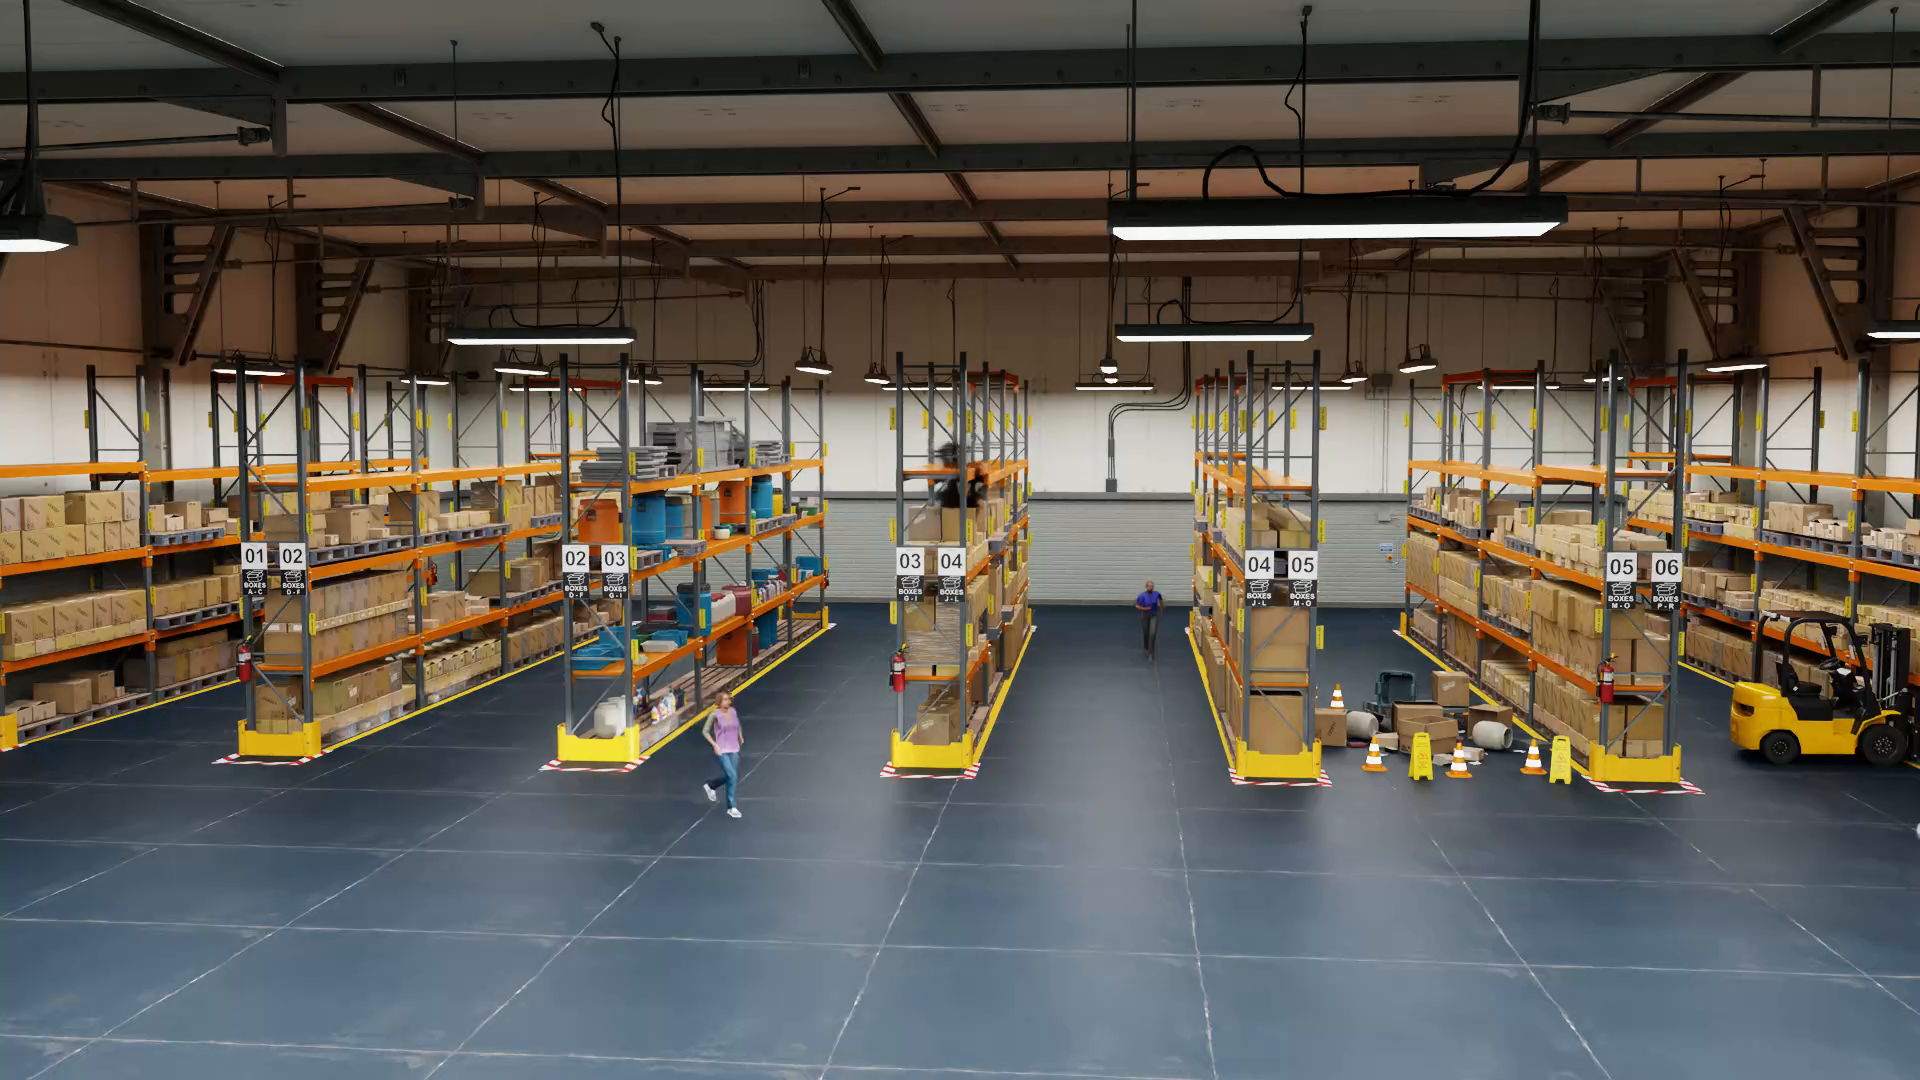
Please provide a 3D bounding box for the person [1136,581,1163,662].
[{"bbox_3d":[3.996,1.697,35.131,0.600,1.679,0.925,0,4,-1],"label":"person"}]

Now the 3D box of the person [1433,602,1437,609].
[{"bbox_3d":[11.650,1.358,40.379,0.747,1.599,0.544,-4,5,-42],"label":"person"}]

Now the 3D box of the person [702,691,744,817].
[{"bbox_3d":[-3.030,2.715,21.263,0.697,1.590,0.533,4,6,44],"label":"person"}]
